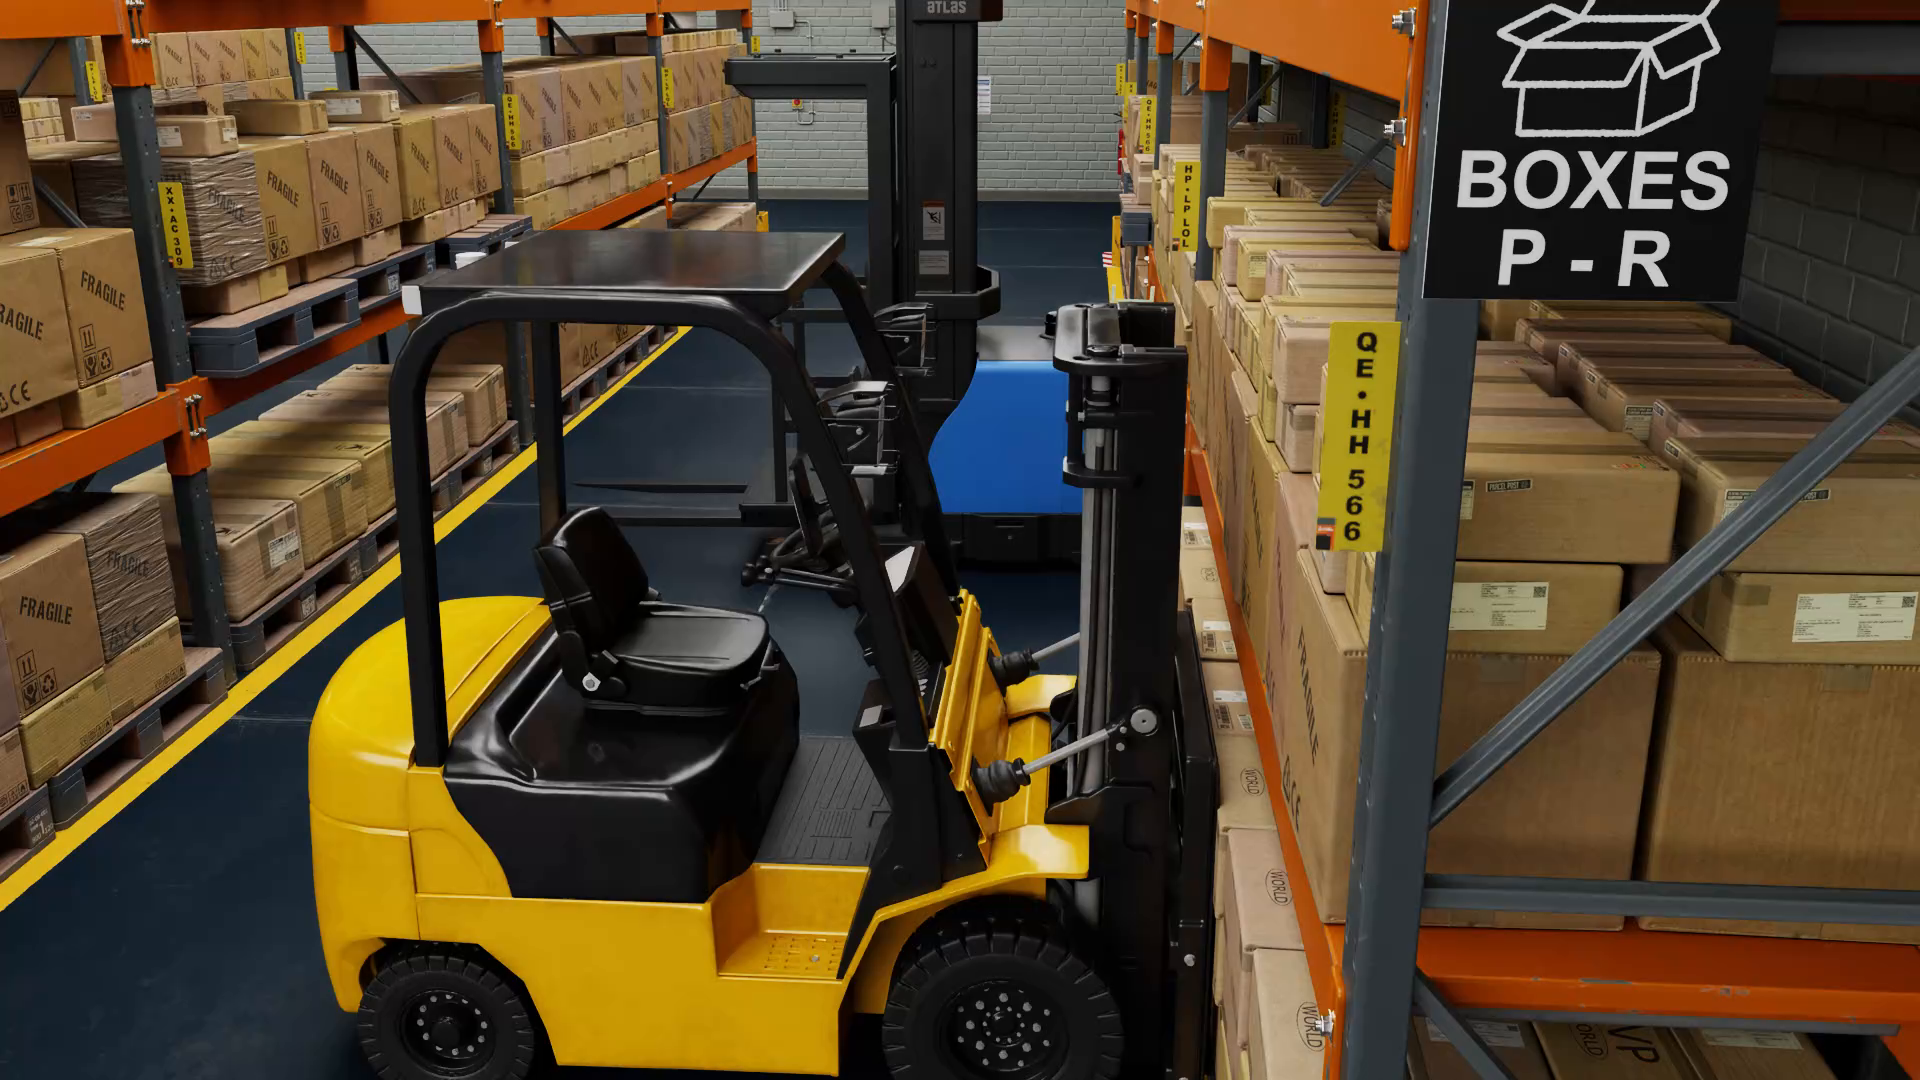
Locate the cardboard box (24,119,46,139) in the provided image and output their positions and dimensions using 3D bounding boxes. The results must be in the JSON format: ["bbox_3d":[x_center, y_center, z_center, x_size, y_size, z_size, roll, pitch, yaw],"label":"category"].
[{"bbox_3d":[-7.794,-3.387,13.695,0.380,0.149,0.250,1,18,4],"label":"cardboard box"}]

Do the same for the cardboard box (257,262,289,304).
[{"bbox_3d":[-3.192,-1.134,7.296,0.380,0.149,0.250,2,18,5],"label":"cardboard box"}]

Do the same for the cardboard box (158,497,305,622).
[{"bbox_3d":[-3.539,0.074,7.425,0.950,0.372,0.625,2,18,5],"label":"cardboard box"}]

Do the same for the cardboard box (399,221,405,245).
[{"bbox_3d":[-3.172,-1.624,8.792,0.380,0.149,0.250,1,18,4],"label":"cardboard box"}]

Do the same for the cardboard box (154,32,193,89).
[{"bbox_3d":[-7.580,-4.492,15.570,0.500,0.500,0.500,2,18,5],"label":"cardboard box"}]

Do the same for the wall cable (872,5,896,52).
[{"bbox_3d":[-0.917,-6.746,23.061,0.588,1.984,0.122,1,18,4],"label":"wall cable"}]

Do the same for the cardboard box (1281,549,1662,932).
[{"bbox_3d":[0.864,0.334,2.927,0.500,0.500,0.500,1,18,3],"label":"cardboard box"}]

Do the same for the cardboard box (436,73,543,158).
[{"bbox_3d":[-3.008,-2.725,10.655,0.500,0.500,0.500,1,18,2],"label":"cardboard box"}]

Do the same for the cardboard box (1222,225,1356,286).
[{"bbox_3d":[1.000,-0.867,5.071,0.380,0.149,0.250,2,18,5],"label":"cardboard box"}]

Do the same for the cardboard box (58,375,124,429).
[{"bbox_3d":[-3.304,-0.508,6.061,0.380,0.149,0.250,2,18,5],"label":"cardboard box"}]

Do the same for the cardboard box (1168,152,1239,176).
[{"bbox_3d":[1.337,-2.045,9.144,0.380,0.149,0.250,2,18,5],"label":"cardboard box"}]

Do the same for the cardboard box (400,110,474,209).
[{"bbox_3d":[-3.068,-2.135,9.308,0.500,0.500,0.500,1,18,3],"label":"cardboard box"}]

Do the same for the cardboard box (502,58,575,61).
[{"bbox_3d":[-3.327,-3.530,13.114,0.500,0.500,0.500,1,18,4],"label":"cardboard box"}]

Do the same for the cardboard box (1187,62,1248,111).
[{"bbox_3d":[2.323,-4.070,15.086,0.500,0.500,0.500,1,18,2],"label":"cardboard box"}]

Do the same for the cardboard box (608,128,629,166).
[{"bbox_3d":[-2.849,-3.004,12.712,0.500,0.250,0.500,2,18,5],"label":"cardboard box"}]

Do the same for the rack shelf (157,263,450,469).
[{"bbox_3d":[-3.430,-1.091,8.592,1.077,0.370,4.000,1,18,4],"label":"rack shelf"}]

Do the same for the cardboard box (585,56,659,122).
[{"bbox_3d":[-2.782,-3.675,13.555,0.500,0.500,0.500,2,18,6],"label":"cardboard box"}]

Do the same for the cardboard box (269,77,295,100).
[{"bbox_3d":[-7.433,-4.662,17.694,0.500,0.500,0.500,2,18,5],"label":"cardboard box"}]

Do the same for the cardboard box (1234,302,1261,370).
[{"bbox_3d":[0.972,-0.568,4.637,0.380,0.149,0.250,1,18,2],"label":"cardboard box"}]

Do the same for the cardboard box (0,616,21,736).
[{"bbox_3d":[-3.419,0.445,5.285,0.500,0.500,0.500,2,18,7],"label":"cardboard box"}]

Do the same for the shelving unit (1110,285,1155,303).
[{"bbox_3d":[0.949,-0.765,9.236,0.258,1.200,0.503,1,21,-4],"label":"shelving unit"}]

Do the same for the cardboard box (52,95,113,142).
[{"bbox_3d":[-7.658,-3.713,14.799,0.500,0.500,0.500,1,18,3],"label":"cardboard box"}]

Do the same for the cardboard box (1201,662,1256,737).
[{"bbox_3d":[0.914,0.549,4.566,0.500,0.250,0.500,1,18,3],"label":"cardboard box"}]

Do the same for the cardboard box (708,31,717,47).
[{"bbox_3d":[-2.576,-4.856,16.119,0.380,0.149,0.250,2,18,5],"label":"cardboard box"}]

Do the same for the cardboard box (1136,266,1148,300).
[{"bbox_3d":[1.664,-1.888,13.207,0.500,0.500,0.500,1,18,3],"label":"cardboard box"}]

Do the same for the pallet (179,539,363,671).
[{"bbox_3d":[-3.519,0.271,7.756,1.003,0.211,1.213,1,18,4],"label":"pallet"}]

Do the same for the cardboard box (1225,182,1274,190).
[{"bbox_3d":[1.243,-1.567,7.685,0.380,0.149,0.250,1,18,4],"label":"cardboard box"}]

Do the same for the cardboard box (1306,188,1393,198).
[{"bbox_3d":[1.748,-1.479,7.416,0.380,0.149,0.250,1,18,4],"label":"cardboard box"}]

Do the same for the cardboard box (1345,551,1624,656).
[{"bbox_3d":[0.836,0.070,2.689,0.380,0.149,0.250,2,18,5],"label":"cardboard box"}]

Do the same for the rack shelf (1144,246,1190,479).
[{"bbox_3d":[1.521,-0.982,8.257,1.077,0.370,4.000,1,18,4],"label":"rack shelf"}]

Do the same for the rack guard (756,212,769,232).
[{"bbox_3d":[-2.712,-3.359,18.370,1.175,0.500,0.348,1,18,4],"label":"rack guard"}]

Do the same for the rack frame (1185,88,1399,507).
[{"bbox_3d":[1.378,-0.702,6.249,1.000,3.000,0.127,1,18,4],"label":"rack frame"}]

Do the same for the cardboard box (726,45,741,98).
[{"bbox_3d":[-2.519,-4.744,16.816,0.500,0.500,0.500,1,18,4],"label":"cardboard box"}]

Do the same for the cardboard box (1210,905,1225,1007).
[{"bbox_3d":[0.877,0.935,4.191,0.500,0.250,0.500,1,18,3],"label":"cardboard box"}]

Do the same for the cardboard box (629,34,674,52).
[{"bbox_3d":[-2.740,-4.380,14.665,0.380,0.149,0.250,1,18,3],"label":"cardboard box"}]

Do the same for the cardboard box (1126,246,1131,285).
[{"bbox_3d":[1.925,-2.666,15.583,0.700,0.500,0.500,1,18,2],"label":"cardboard box"}]

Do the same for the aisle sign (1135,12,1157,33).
[{"bbox_3d":[1.950,-5.692,17.303,0.394,0.787,0.004,1,18,4],"label":"aisle sign"}]

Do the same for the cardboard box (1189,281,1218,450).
[{"bbox_3d":[1.085,-0.618,5.831,0.500,0.500,0.500,1,18,2],"label":"cardboard box"}]

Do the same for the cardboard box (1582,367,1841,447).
[{"bbox_3d":[1.385,-0.220,3.096,0.380,0.149,0.250,2,18,5],"label":"cardboard box"}]

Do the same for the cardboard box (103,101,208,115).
[{"bbox_3d":[-3.733,-1.957,7.724,0.380,0.149,0.250,1,18,2],"label":"cardboard box"}]

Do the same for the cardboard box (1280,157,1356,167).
[{"bbox_3d":[1.908,-1.954,8.868,0.380,0.149,0.250,1,18,3],"label":"cardboard box"}]

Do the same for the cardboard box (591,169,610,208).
[{"bbox_3d":[-2.906,-2.606,12.298,0.500,0.250,0.500,1,18,4],"label":"cardboard box"}]

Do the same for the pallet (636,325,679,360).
[{"bbox_3d":[-2.980,-1.730,13.864,1.003,0.211,1.213,1,18,4],"label":"pallet"}]

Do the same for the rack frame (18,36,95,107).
[{"bbox_3d":[-7.945,-3.376,14.408,1.000,3.000,0.127,1,18,4],"label":"rack frame"}]

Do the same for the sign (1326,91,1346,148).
[{"bbox_3d":[2.218,-2.484,9.826,0.100,0.325,0.005,1,18,4],"label":"sign"}]

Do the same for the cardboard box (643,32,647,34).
[{"bbox_3d":[-3.138,-4.703,15.649,0.380,0.149,0.250,1,18,4],"label":"cardboard box"}]

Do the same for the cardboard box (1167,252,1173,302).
[{"bbox_3d":[1.279,-1.264,8.204,0.500,0.250,0.500,2,18,6],"label":"cardboard box"}]

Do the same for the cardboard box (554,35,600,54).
[{"bbox_3d":[-3.296,-4.230,14.208,0.380,0.149,0.250,1,18,3],"label":"cardboard box"}]

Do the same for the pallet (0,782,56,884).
[{"bbox_3d":[-3.671,1.102,5.220,1.003,0.211,1.213,1,18,4],"label":"pallet"}]

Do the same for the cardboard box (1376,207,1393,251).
[{"bbox_3d":[1.597,-1.017,5.528,0.380,0.149,0.250,1,18,2],"label":"cardboard box"}]

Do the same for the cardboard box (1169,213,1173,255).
[{"bbox_3d":[1.285,-1.502,8.127,0.500,0.250,0.500,2,18,5],"label":"cardboard box"}]

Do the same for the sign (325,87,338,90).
[{"bbox_3d":[-3.841,-2.616,10.230,0.100,0.325,0.005,1,18,4],"label":"sign"}]

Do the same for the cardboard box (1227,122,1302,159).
[{"bbox_3d":[1.857,-2.348,10.437,0.500,0.500,0.500,2,18,7],"label":"cardboard box"}]

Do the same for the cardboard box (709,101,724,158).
[{"bbox_3d":[-2.586,-3.955,16.014,0.500,0.500,0.500,2,18,6],"label":"cardboard box"}]

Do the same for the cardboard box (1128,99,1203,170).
[{"bbox_3d":[1.656,-3.128,12.817,0.700,0.500,0.500,1,18,5],"label":"cardboard box"}]

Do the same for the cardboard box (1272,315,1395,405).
[{"bbox_3d":[0.885,-0.391,3.620,0.380,0.149,0.250,2,18,5],"label":"cardboard box"}]

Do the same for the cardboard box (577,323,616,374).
[{"bbox_3d":[-3.086,-1.734,12.135,0.875,0.875,0.875,2,18,5],"label":"cardboard box"}]

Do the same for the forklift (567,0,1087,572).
[{"bbox_3d":[-0.623,-1.396,8.477,3.031,2.935,1.130,0,18,1],"label":"forklift"}]
